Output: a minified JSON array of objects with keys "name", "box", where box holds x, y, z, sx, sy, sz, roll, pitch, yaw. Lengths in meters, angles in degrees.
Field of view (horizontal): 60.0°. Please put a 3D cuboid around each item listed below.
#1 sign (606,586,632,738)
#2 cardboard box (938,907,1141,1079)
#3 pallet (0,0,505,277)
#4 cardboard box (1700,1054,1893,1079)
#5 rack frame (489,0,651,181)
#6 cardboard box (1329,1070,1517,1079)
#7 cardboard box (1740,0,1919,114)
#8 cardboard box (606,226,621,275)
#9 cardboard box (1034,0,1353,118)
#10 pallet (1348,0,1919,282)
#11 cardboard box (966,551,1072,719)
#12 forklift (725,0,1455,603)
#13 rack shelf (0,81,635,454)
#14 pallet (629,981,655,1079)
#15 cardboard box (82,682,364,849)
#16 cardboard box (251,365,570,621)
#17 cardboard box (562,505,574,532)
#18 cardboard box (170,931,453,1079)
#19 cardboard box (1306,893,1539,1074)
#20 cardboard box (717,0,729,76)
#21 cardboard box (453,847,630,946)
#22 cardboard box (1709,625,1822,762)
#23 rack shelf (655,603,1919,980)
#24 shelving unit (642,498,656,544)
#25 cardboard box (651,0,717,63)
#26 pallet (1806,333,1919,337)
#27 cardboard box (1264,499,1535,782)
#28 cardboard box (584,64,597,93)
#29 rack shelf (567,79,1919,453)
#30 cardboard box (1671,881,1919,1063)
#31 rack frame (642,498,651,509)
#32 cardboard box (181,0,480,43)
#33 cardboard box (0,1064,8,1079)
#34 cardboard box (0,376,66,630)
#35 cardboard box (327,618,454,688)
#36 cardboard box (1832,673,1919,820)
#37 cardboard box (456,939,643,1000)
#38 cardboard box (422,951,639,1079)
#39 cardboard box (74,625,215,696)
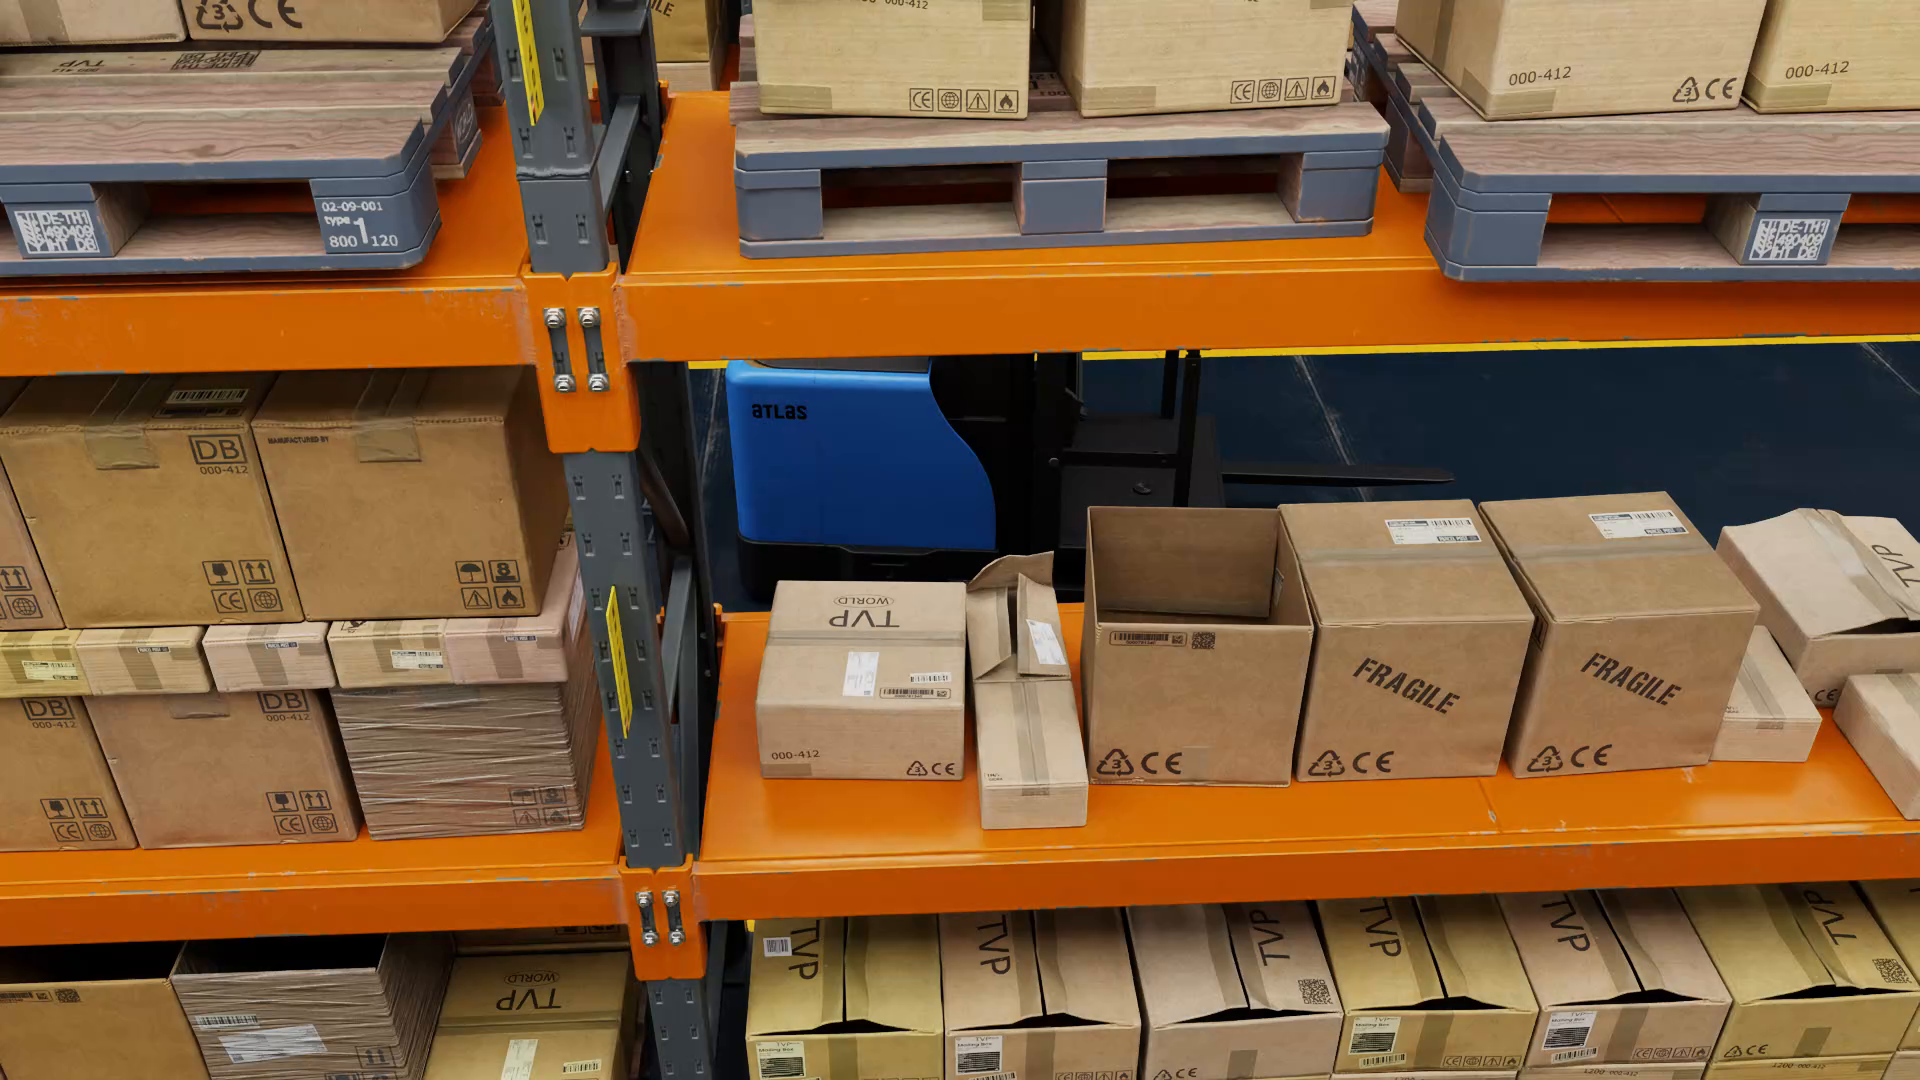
[{"name":"sign","box":[-0.699,0.254,3.417,0.005,0.325,0.100,-2,35,-2]},{"name":"cardboard box","box":[0.198,1.174,4.472,0.500,0.311,0.500,-2,35,-3]},{"name":"pallet","box":[-1.578,-0.832,3.259,1.213,0.211,1.003,-2,35,-2]},{"name":"cardboard box","box":[2.240,1.346,4.717,0.500,0.250,0.500,-2,35,-3]},{"name":"rack frame","box":[-0.727,-2.140,2.435,0.127,3.000,1.000,-2,35,-2]},{"name":"cardboard box","box":[1.224,1.373,4.677,0.500,0.250,0.500,-1,35,-1]},{"name":"cardboard box","box":[1.723,-1.048,3.255,0.500,0.250,0.500,-2,35,-3]},{"name":"cardboard box","box":[-2.000,-1.591,8.723,0.500,0.500,0.500,-4,35,-6]},{"name":"cardboard box","box":[0.438,-1.045,3.251,0.500,0.250,0.500,-5,35,-7]},{"name":"pallet","box":[1.478,-0.836,3.352,1.213,0.211,1.003,0,35,0]},{"name":"cardboard box","box":[0.143,0.254,4.365,0.258,0.266,0.396,-2,35,-3]},{"name":"forklift","box":[0.626,-1.182,6.383,3.031,2.935,1.130,2,35,3]},{"name":"rack shelf","box":[-2.725,-0.557,3.415,4.000,0.370,1.077,-2,35,-2]},{"name":"pallet","box":[-1.523,1.471,4.939,1.213,0.211,1.003,-2,35,-2]},{"name":"cardboard box","box":[-1.696,0.319,4.065,0.500,0.500,0.700,-2,35,-3]},{"name":"cardboard box","box":[-1.170,-0.232,3.722,0.500,0.500,0.700,-1,35,-2]},{"name":"cardboard box","box":[-1.004,-0.084,4.077,0.250,0.149,0.380,-2,35,-2]},{"name":"cardboard box","box":[-1.680,1.120,4.384,0.500,0.500,0.500,-2,35,-2]},{"name":"cardboard box","box":[1.233,1.143,4.518,0.500,0.311,0.500,-1,35,-1]},{"name":"cardboard box","box":[-1.445,-2.545,8.405,0.500,0.250,0.500,-1,35,-2]},{"name":"cardboard box","box":[-1.205,0.811,4.831,0.500,0.500,0.500,-2,35,-2]},{"name":"cardboard box","box":[1.997,0.389,4.273,0.250,0.149,0.380,1,35,1]},{"name":"rack shelf","box":[1.271,0.569,4.424,4.000,0.370,1.077,-2,35,-2]},{"name":"shelving unit","box":[-1.866,-0.141,7.283,1.200,0.189,0.258,1,35,2]},{"name":"cardboard box","box":[-1.423,-2.555,7.762,0.500,0.500,0.500,-2,35,-2]},{"name":"pallet","box":[5.037,-1.460,9.174,1.213,0.211,1.003,-2,35,-2]},{"name":"cardboard box","box":[1.068,0.247,4.170,0.500,0.500,0.500,-1,35,-2]},{"name":"cardboard box","box":[-1.922,-2.242,7.967,0.500,0.250,0.500,-1,35,-2]},{"name":"rack shelf","box":[1.271,-0.665,3.571,4.000,0.370,1.077,-2,35,-2]},{"name":"cardboard box","box":[2.238,1.118,4.553,0.500,0.311,0.500,-2,35,-3]},{"name":"rack frame","box":[-1.866,-0.216,7.231,1.200,0.006,0.240,1,35,2]},{"name":"cardboard box","box":[-1.243,-1.314,3.297,0.500,0.500,0.500,1,35,2]},{"name":"cardboard box","box":[-2.678,1.157,4.330,0.500,0.500,0.500,-2,35,-2]},{"name":"cardboard box","box":[-2.175,-0.205,3.682,0.500,0.500,0.700,-2,35,-2]},{"name":"cardboard box","box":[-1.235,0.154,3.734,0.250,0.149,0.380,-2,35,-3]},{"name":"cardboard box","box":[2.383,0.504,4.107,0.250,0.149,0.380,-2,35,-2]},{"name":"cardboard box","box":[-1.204,1.125,5.036,0.500,0.250,0.500,-2,35,-2]},{"name":"cardboard box","box":[-1.180,1.422,4.607,0.500,0.250,0.500,-2,35,-2]},{"name":"cardboard box","box":[-1.759,0.170,3.711,0.250,0.149,0.380,-2,35,-2]}]
